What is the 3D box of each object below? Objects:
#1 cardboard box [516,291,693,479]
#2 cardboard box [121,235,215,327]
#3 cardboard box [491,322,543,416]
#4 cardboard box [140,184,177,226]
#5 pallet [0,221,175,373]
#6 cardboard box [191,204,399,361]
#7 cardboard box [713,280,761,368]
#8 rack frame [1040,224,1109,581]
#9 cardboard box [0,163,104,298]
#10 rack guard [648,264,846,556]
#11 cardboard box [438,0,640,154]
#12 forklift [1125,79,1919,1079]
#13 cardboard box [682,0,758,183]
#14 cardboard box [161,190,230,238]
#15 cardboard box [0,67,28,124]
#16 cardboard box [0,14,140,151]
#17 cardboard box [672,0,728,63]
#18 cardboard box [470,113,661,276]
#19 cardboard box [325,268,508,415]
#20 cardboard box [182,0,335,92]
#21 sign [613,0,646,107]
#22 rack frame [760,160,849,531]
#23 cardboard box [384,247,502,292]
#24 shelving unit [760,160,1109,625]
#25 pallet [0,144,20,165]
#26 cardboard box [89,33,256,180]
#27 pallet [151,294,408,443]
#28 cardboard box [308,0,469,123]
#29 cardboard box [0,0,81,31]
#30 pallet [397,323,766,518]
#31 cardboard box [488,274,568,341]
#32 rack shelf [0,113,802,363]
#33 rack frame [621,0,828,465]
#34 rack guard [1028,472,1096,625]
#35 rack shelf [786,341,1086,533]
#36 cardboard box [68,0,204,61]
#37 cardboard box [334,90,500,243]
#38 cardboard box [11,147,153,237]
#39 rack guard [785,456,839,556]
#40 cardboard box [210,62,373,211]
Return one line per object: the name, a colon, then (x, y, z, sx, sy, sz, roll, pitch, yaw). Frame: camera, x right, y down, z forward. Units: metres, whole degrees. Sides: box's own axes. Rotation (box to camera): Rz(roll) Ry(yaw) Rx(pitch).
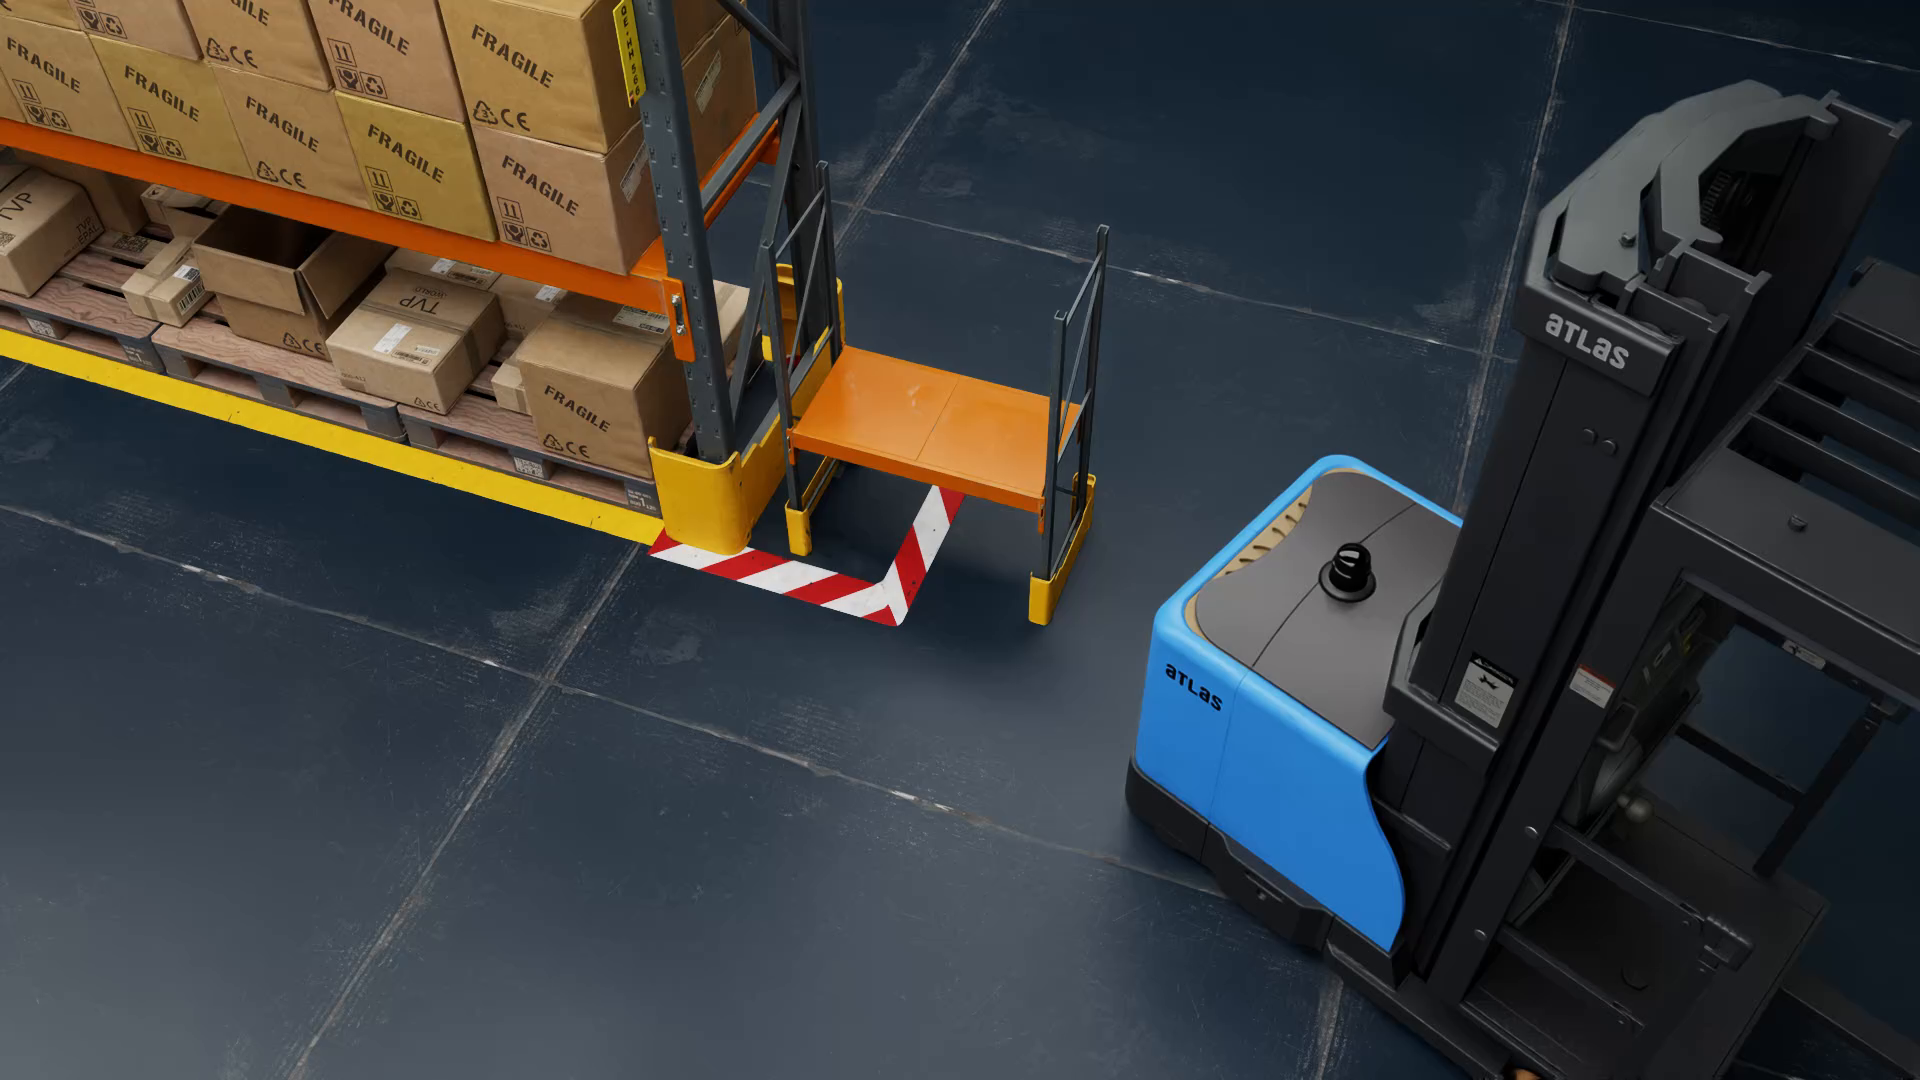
cardboard box: (-1.357, -0.639, 6.548, 0.500, 0.500, 0.500, 16, 51, 13)
cardboard box: (-3.380, -1.127, 7.192, 0.250, 0.166, 0.380, 16, 51, 13)
cardboard box: (-1.706, -0.699, 6.822, 0.250, 0.166, 0.380, 16, 51, 13)
cardboard box: (-3.508, -1.600, 7.614, 0.250, 0.149, 0.380, 16, 51, 13)
pallet: (-3.870, -1.299, 7.603, 1.213, 0.211, 1.003, 16, 51, 13)
cardboard box: (-2.750, -1.231, 7.060, 0.637, 0.503, 0.797, 16, 51, 13)
cardboard box: (-1.035, -0.909, 7.015, 0.250, 0.149, 0.380, 16, 51, 13)
rack frame: (0.397, -0.380, 5.954, 0.032, 1.500, 0.500, 16, 51, 13)
cardboard box: (-4.195, -1.393, 7.327, 0.500, 0.311, 0.500, 16, 51, 13)
rack guard: (-0.833, -0.547, 6.760, 0.348, 0.500, 1.175, 16, 51, 13)
cardboard box: (-1.274, -1.628, 5.314, 0.500, 0.500, 0.500, 15, 51, 13)
forklift: (1.996, 0.459, 4.279, 3.031, 2.935, 1.130, 35, 57, 26)
cardboard box: (-1.086, -1.682, 6.023, 0.500, 0.500, 0.500, 17, 51, 14)
cardboard box: (-3.177, -1.512, 7.430, 0.500, 0.311, 0.500, 16, 51, 13)
cardboard box: (-3.649, -1.967, 6.271, 0.500, 0.500, 0.500, 16, 51, 14)
cardboard box: (-3.180, -1.835, 6.156, 0.500, 0.500, 0.500, 15, 51, 13)
cardboard box: (-1.086, -2.009, 5.645, 0.500, 0.500, 0.500, 17, 51, 14)
cardboard box: (-1.276, -1.303, 5.695, 0.500, 0.500, 0.500, 17, 51, 14)
cardboard box: (-2.238, -0.827, 6.877, 0.500, 0.250, 0.500, 16, 51, 13)
cardboard box: (-2.236, -1.892, 5.543, 0.500, 0.500, 0.500, 17, 51, 14)
sign: (-0.973, -1.440, 4.904, 0.005, 0.325, 0.100, 16, 51, 13)
rack frame: (-0.557, -0.647, 6.185, 0.032, 1.500, 0.500, 16, 51, 13)
cardboard box: (-2.111, -1.195, 7.195, 0.500, 0.250, 0.500, 16, 51, 13)
shelving unit: (-0.072, -0.511, 6.067, 1.083, 1.500, 0.587, 16, 51, 13)
pallet: (-5.290, -1.666, 7.921, 1.213, 0.211, 1.003, 16, 51, 13)
cardboard box: (-2.703, -1.703, 6.041, 0.500, 0.500, 0.500, 15, 51, 13)
pallet: (-2.721, -0.981, 7.327, 1.213, 0.211, 1.003, 16, 51, 13)
cardboard box: (-1.748, -1.759, 5.428, 0.500, 0.500, 0.500, 17, 51, 14)
cardboard box: (-3.203, -2.161, 5.777, 0.500, 0.500, 0.500, 14, 51, 12)
pallet: (-1.581, -0.660, 7.049, 1.213, 0.211, 1.003, 16, 51, 13)
cardboard box: (-1.642, -1.064, 7.082, 0.500, 0.250, 0.500, 16, 51, 13)
rack shelf: (-2.638, -1.634, 6.524, 4.000, 0.370, 1.077, 16, 51, 13)
rack frame: (-0.761, -1.346, 5.798, 0.127, 3.000, 1.000, 16, 51, 13)
rack guard: (0.396, 0.029, 6.426, 0.087, 0.250, 0.587, 16, 51, 13)
rack shelf: (-0.080, -0.396, 6.205, 1.000, 0.185, 0.538, 16, 51, 13)
cardboard box: (-2.718, -2.026, 5.660, 0.500, 0.500, 0.500, 17, 51, 14)
cardboard box: (-1.764, -1.436, 5.810, 0.500, 0.500, 0.500, 16, 51, 13)
cardboard box: (-3.881, -1.770, 7.529, 0.500, 0.500, 0.500, 16, 51, 13)
rack guard: (-0.539, -0.232, 6.652, 0.087, 0.250, 0.587, 16, 51, 13)
cardboard box: (-2.230, -1.571, 5.927, 0.500, 0.500, 0.500, 16, 51, 13)
